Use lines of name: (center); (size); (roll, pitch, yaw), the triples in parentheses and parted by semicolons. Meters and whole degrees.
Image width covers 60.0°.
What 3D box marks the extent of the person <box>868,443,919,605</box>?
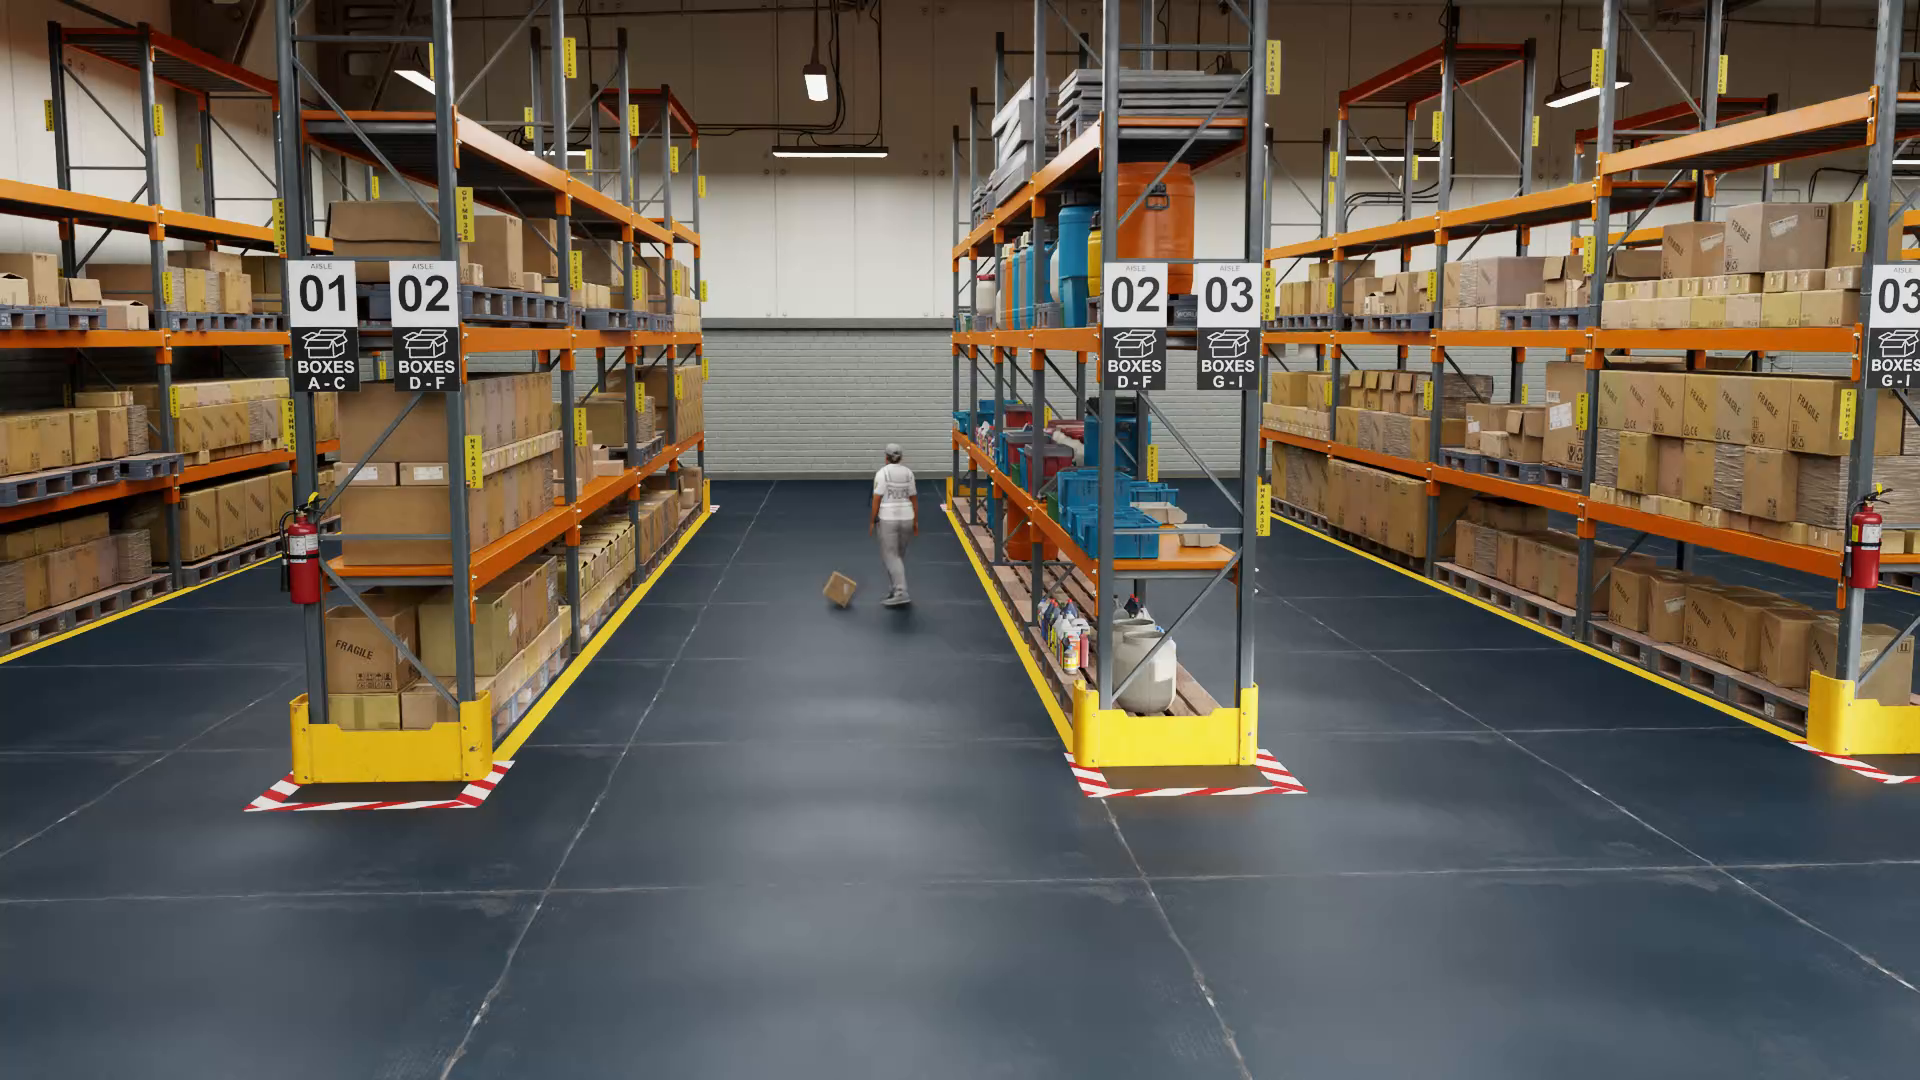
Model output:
person: (-0.655, -0.165, 17.128); (0.560, 1.653, 0.601); (-6, 9, -39)
